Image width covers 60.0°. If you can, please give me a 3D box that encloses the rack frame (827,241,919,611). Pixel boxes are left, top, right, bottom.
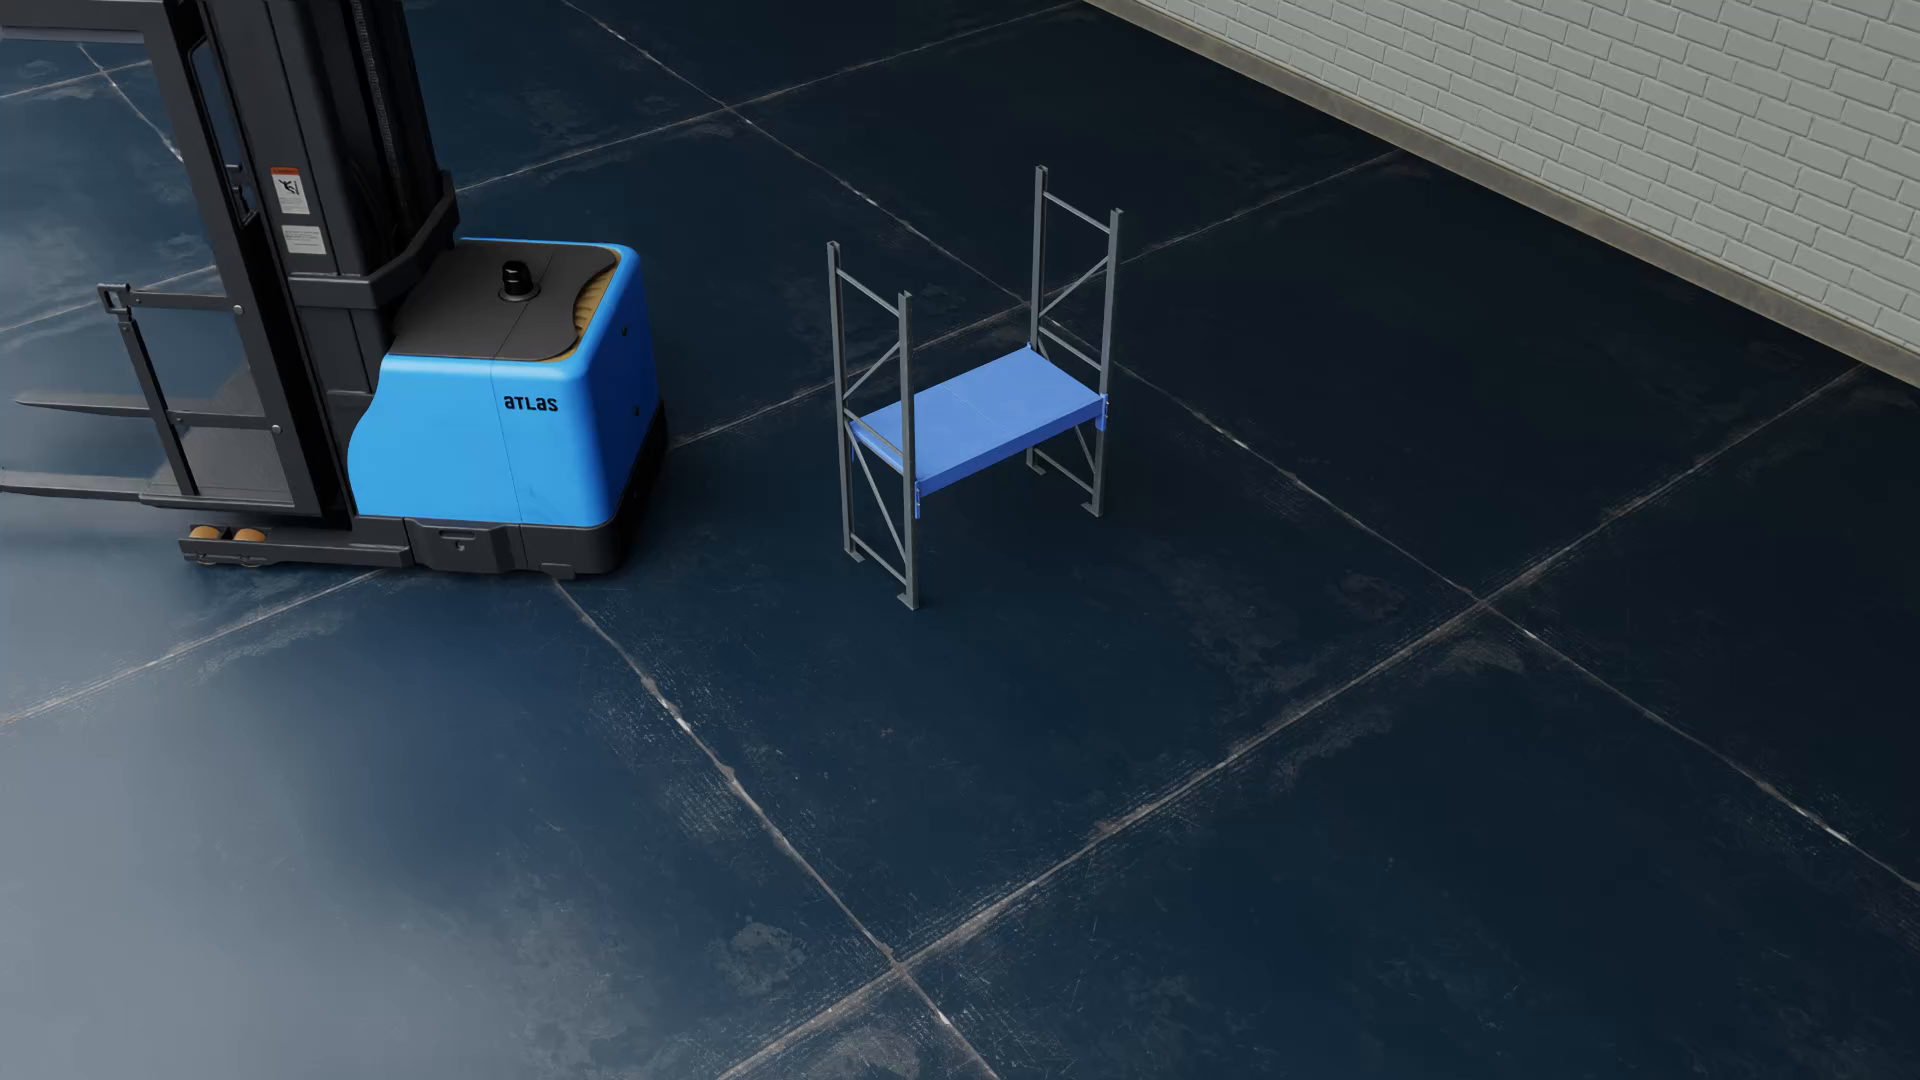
[{"bbox_3d":[-0.335,-0.416,6.575,0.032,1.500,0.500,-26,46,-28],"label":"rack frame"}]

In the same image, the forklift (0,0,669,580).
[{"bbox_3d":[-2.894,-1.346,6.580,3.031,2.935,1.130,3,39,4],"label":"forklift"}]

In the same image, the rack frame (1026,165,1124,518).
[{"bbox_3d":[0.471,-0.809,7.054,0.032,1.500,0.500,-26,46,-28],"label":"rack frame"}]

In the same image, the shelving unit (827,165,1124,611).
[{"bbox_3d":[0.068,-0.613,6.815,1.048,1.500,0.538,-26,46,-28],"label":"shelving unit"}]

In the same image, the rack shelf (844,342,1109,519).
[{"bbox_3d":[0.068,-0.474,6.929,1.000,0.185,0.538,-26,46,-28],"label":"rack shelf"}]
